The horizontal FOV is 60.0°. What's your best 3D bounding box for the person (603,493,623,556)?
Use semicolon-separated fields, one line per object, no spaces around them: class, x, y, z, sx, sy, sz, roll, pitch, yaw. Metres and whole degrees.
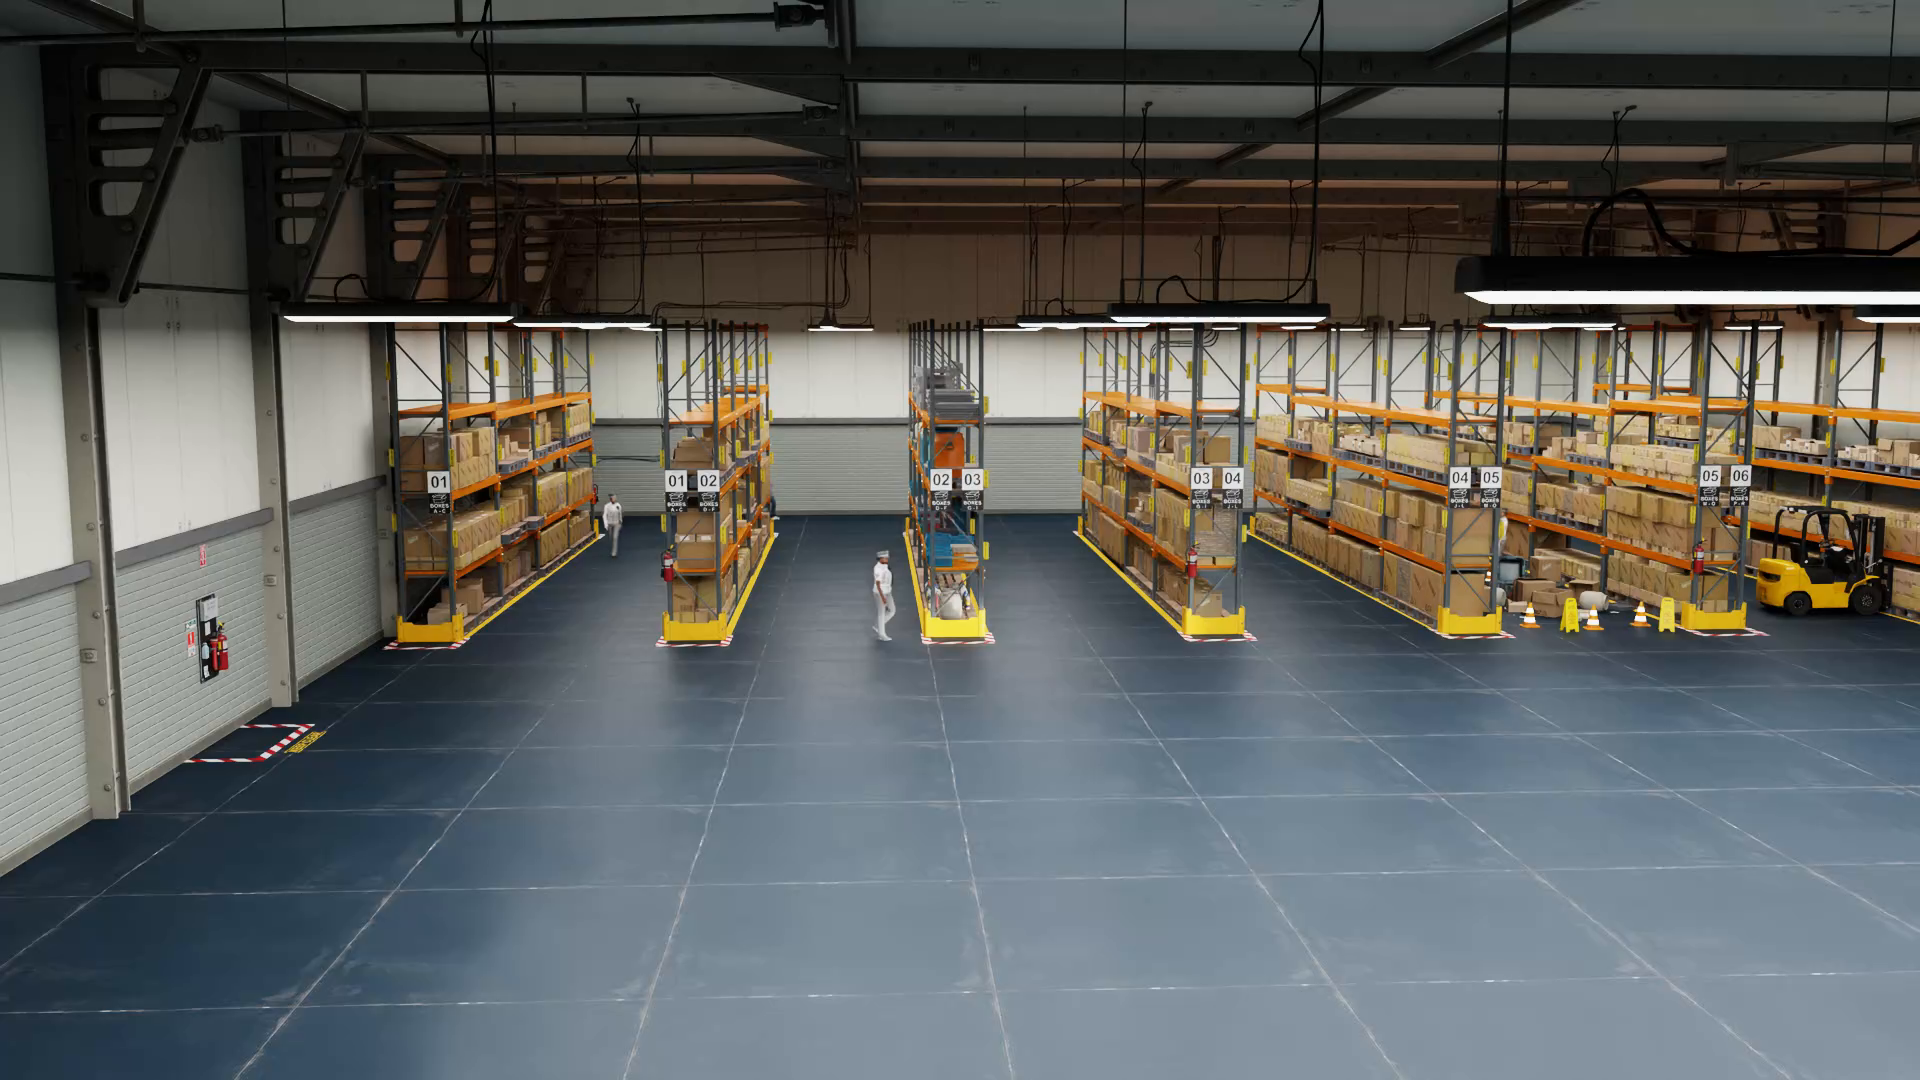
person;-9.006;-0.406;43.112;0.450;1.621;0.962;0;7;3

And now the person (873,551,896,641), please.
person;-1.433;1.032;31.303;0.464;1.676;0.583;3;8;21

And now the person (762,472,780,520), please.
person;-5.977;-1.404;51.392;0.808;1.557;0.506;2;7;13

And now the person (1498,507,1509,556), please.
person;12.722;0.064;39.257;0.419;1.720;0.525;3;8;25
